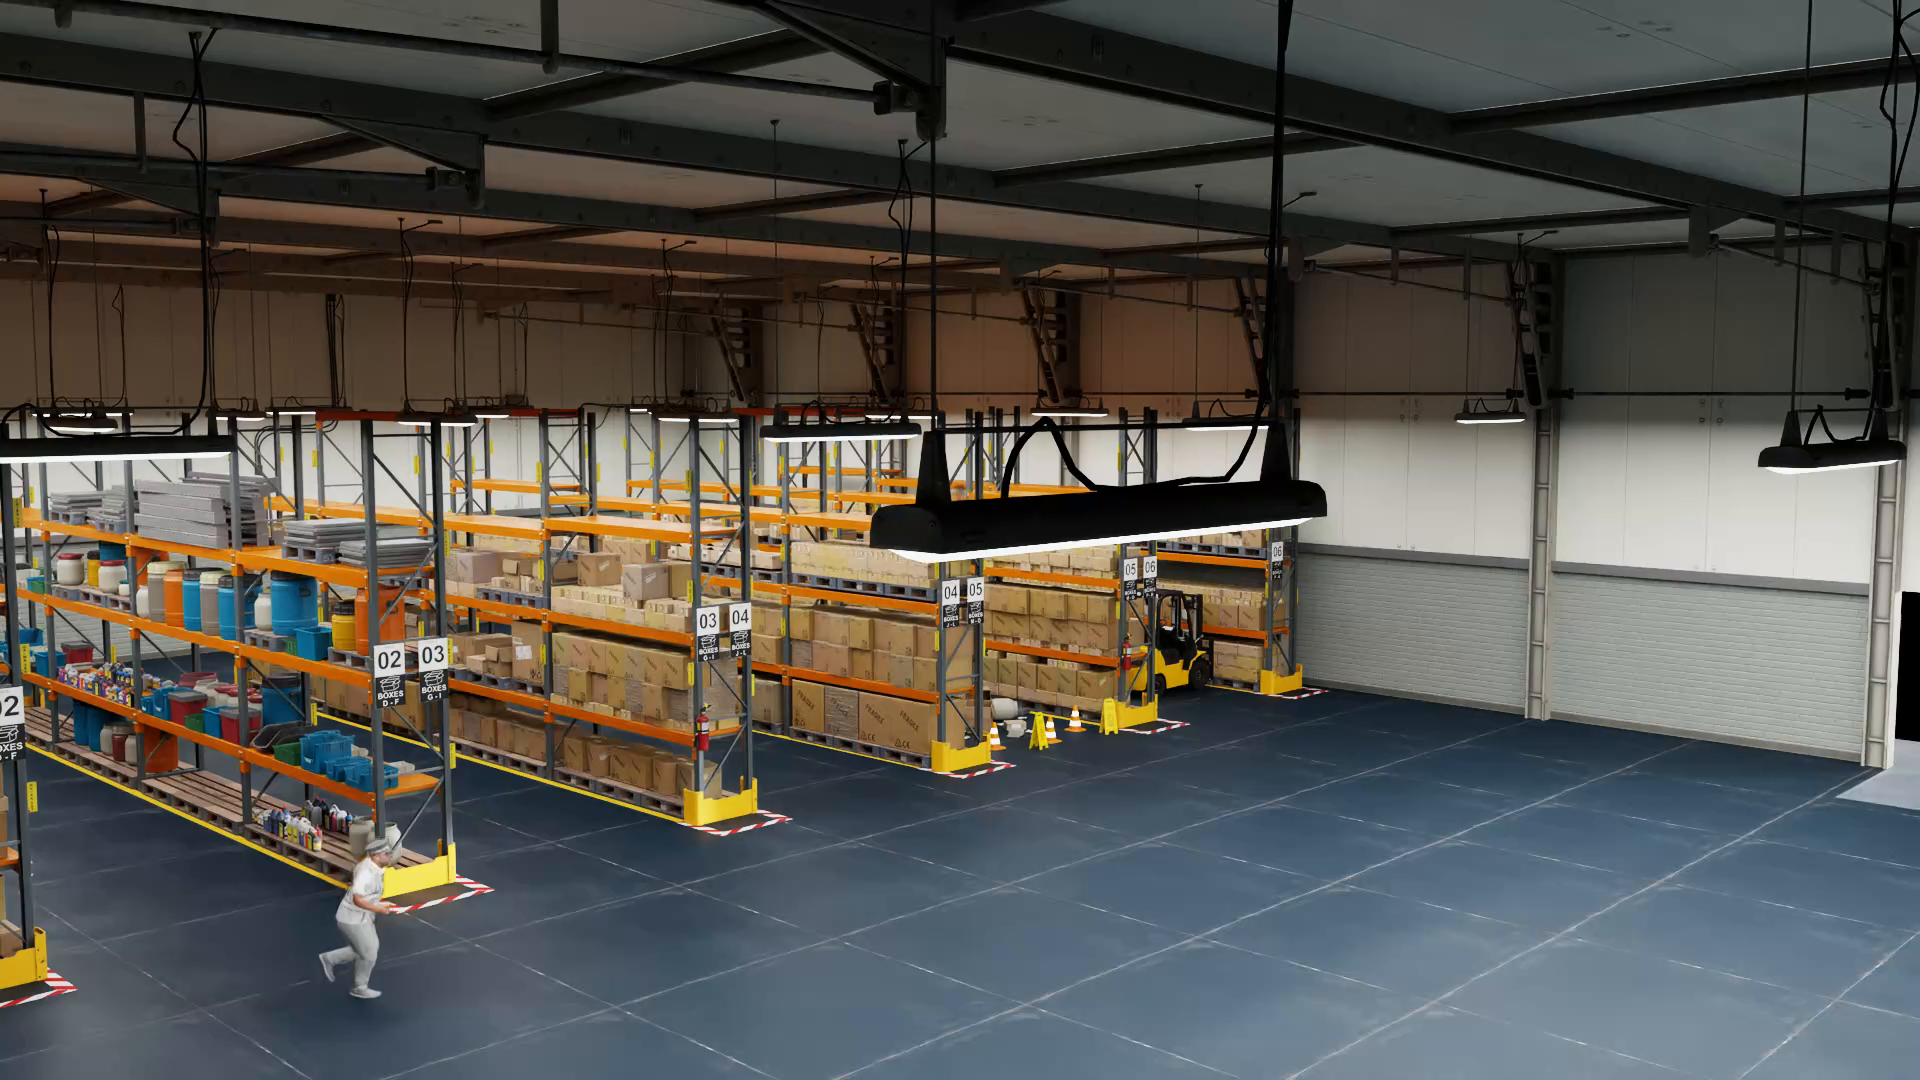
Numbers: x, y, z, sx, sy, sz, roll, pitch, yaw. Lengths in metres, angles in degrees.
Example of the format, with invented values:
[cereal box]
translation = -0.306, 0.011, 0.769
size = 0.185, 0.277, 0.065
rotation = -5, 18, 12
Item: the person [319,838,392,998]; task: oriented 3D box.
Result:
[person]
translation = -6.319, 3.971, 17.359
size = 0.776, 1.709, 0.652
rotation = -1, 5, -6
